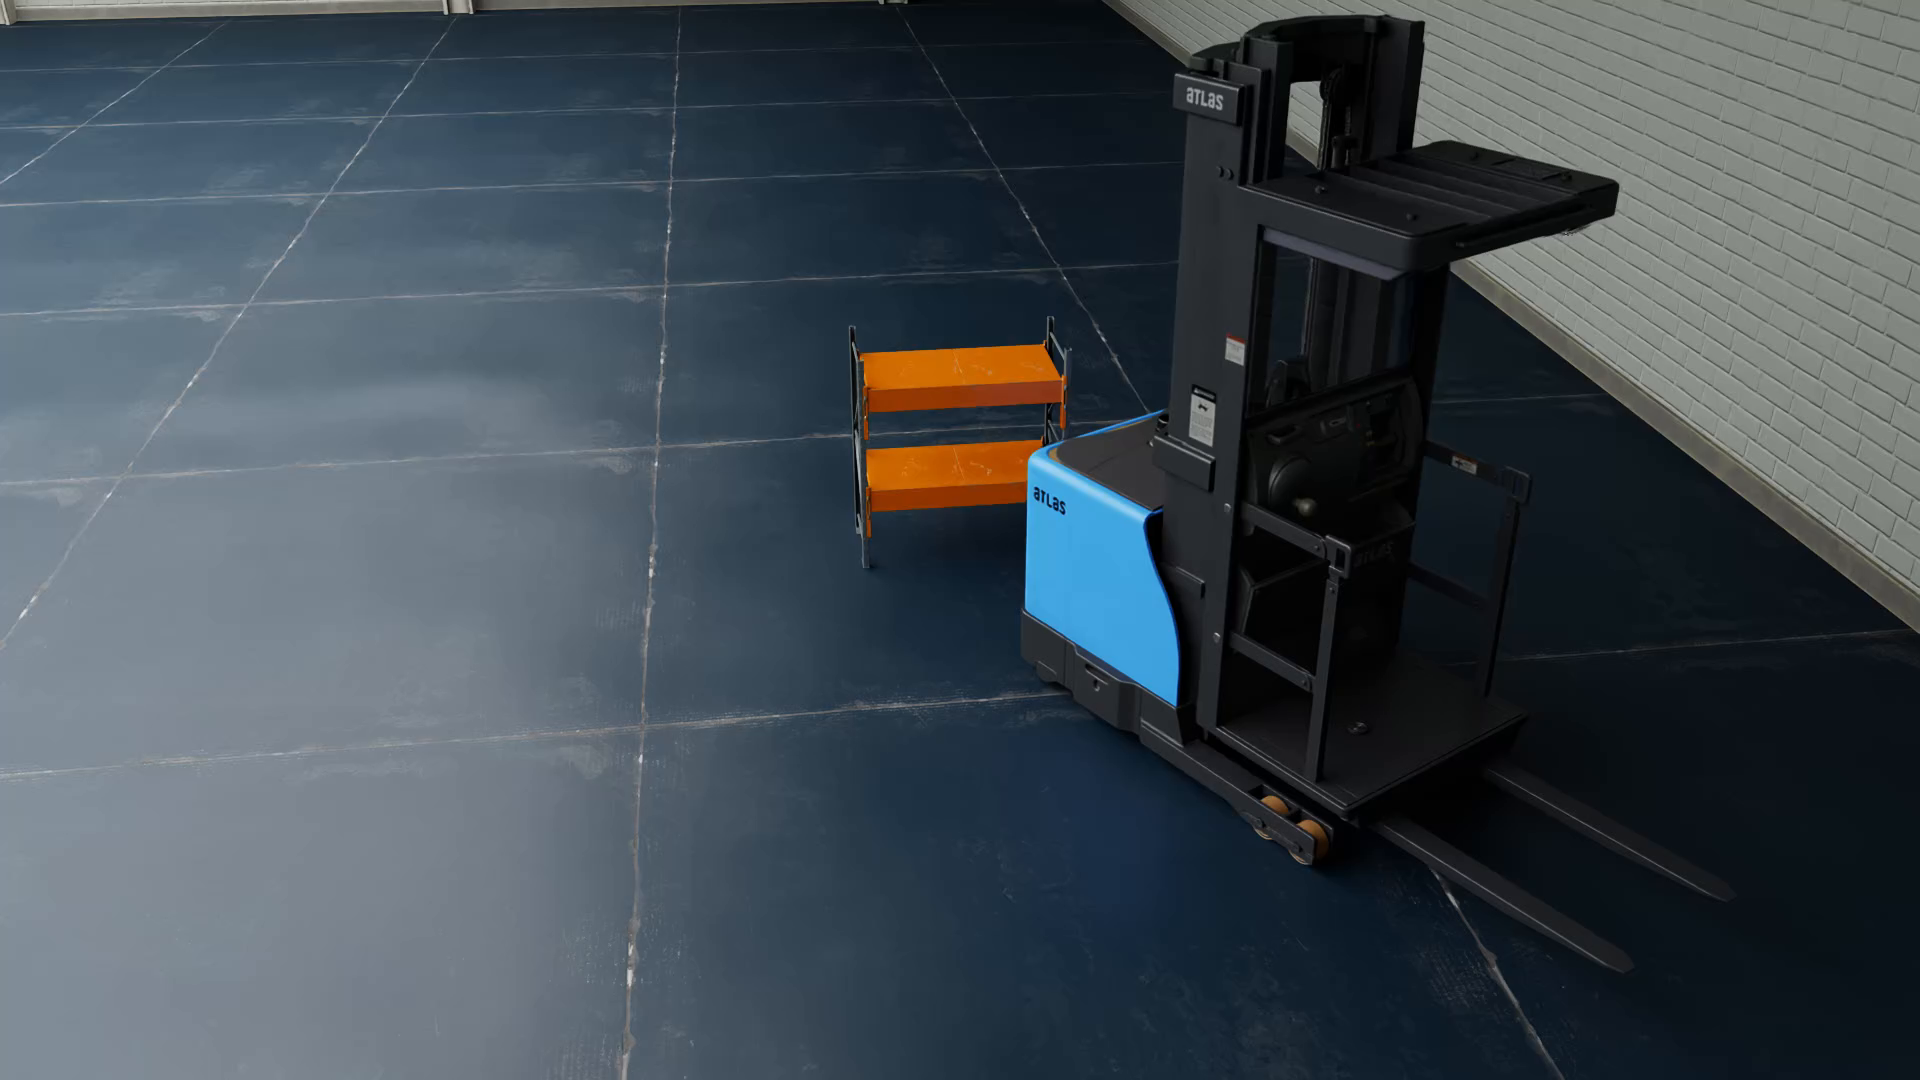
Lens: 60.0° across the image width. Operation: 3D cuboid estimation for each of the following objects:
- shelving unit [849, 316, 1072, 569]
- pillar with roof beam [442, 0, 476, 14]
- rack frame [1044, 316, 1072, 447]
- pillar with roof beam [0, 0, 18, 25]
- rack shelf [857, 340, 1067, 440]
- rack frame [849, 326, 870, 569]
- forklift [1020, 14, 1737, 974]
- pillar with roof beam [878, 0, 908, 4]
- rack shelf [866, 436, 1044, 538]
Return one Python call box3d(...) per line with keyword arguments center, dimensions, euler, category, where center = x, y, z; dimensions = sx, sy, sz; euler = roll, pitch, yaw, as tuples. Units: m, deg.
box3d(center=(-0.007, -0.500, 8.492), dimensions=(1.048, 1.125, 0.538), euler=(-4, 27, -7), category="shelving unit")
box3d(center=(-6.296, -9.343, 17.101), dimensions=(0.400, 9.000, 9.100), euler=(-4, 27, -7), category="pillar with roof beam")
box3d(center=(0.497, -0.532, 8.555), dimensions=(0.032, 1.125, 0.500), euler=(-4, 27, -7), category="rack frame")
box3d(center=(-12.237, -8.961, 16.357), dimensions=(0.400, 9.000, 9.100), euler=(-4, 27, -7), category="pillar with roof beam")
box3d(center=(-0.007, -0.760, 8.359), dimensions=(1.000, 0.278, 0.538), euler=(-4, 27, -7), category="rack shelf")
box3d(center=(-0.510, -0.468, 8.429), dimensions=(0.032, 1.125, 0.500), euler=(-4, 27, -7), category="rack frame")
box3d(center=(1.557, -0.322, 6.167), dimensions=(1.130, 2.935, 3.031), euler=(-19, 33, -32), category="forklift")
box3d(center=(-0.354, -9.724, 17.844), dimensions=(0.400, 9.000, 9.100), euler=(-4, 27, -7), category="pillar with roof beam")
box3d(center=(-0.007, -0.282, 8.604), dimensions=(1.000, 0.278, 0.538), euler=(-4, 27, -7), category="rack shelf")
